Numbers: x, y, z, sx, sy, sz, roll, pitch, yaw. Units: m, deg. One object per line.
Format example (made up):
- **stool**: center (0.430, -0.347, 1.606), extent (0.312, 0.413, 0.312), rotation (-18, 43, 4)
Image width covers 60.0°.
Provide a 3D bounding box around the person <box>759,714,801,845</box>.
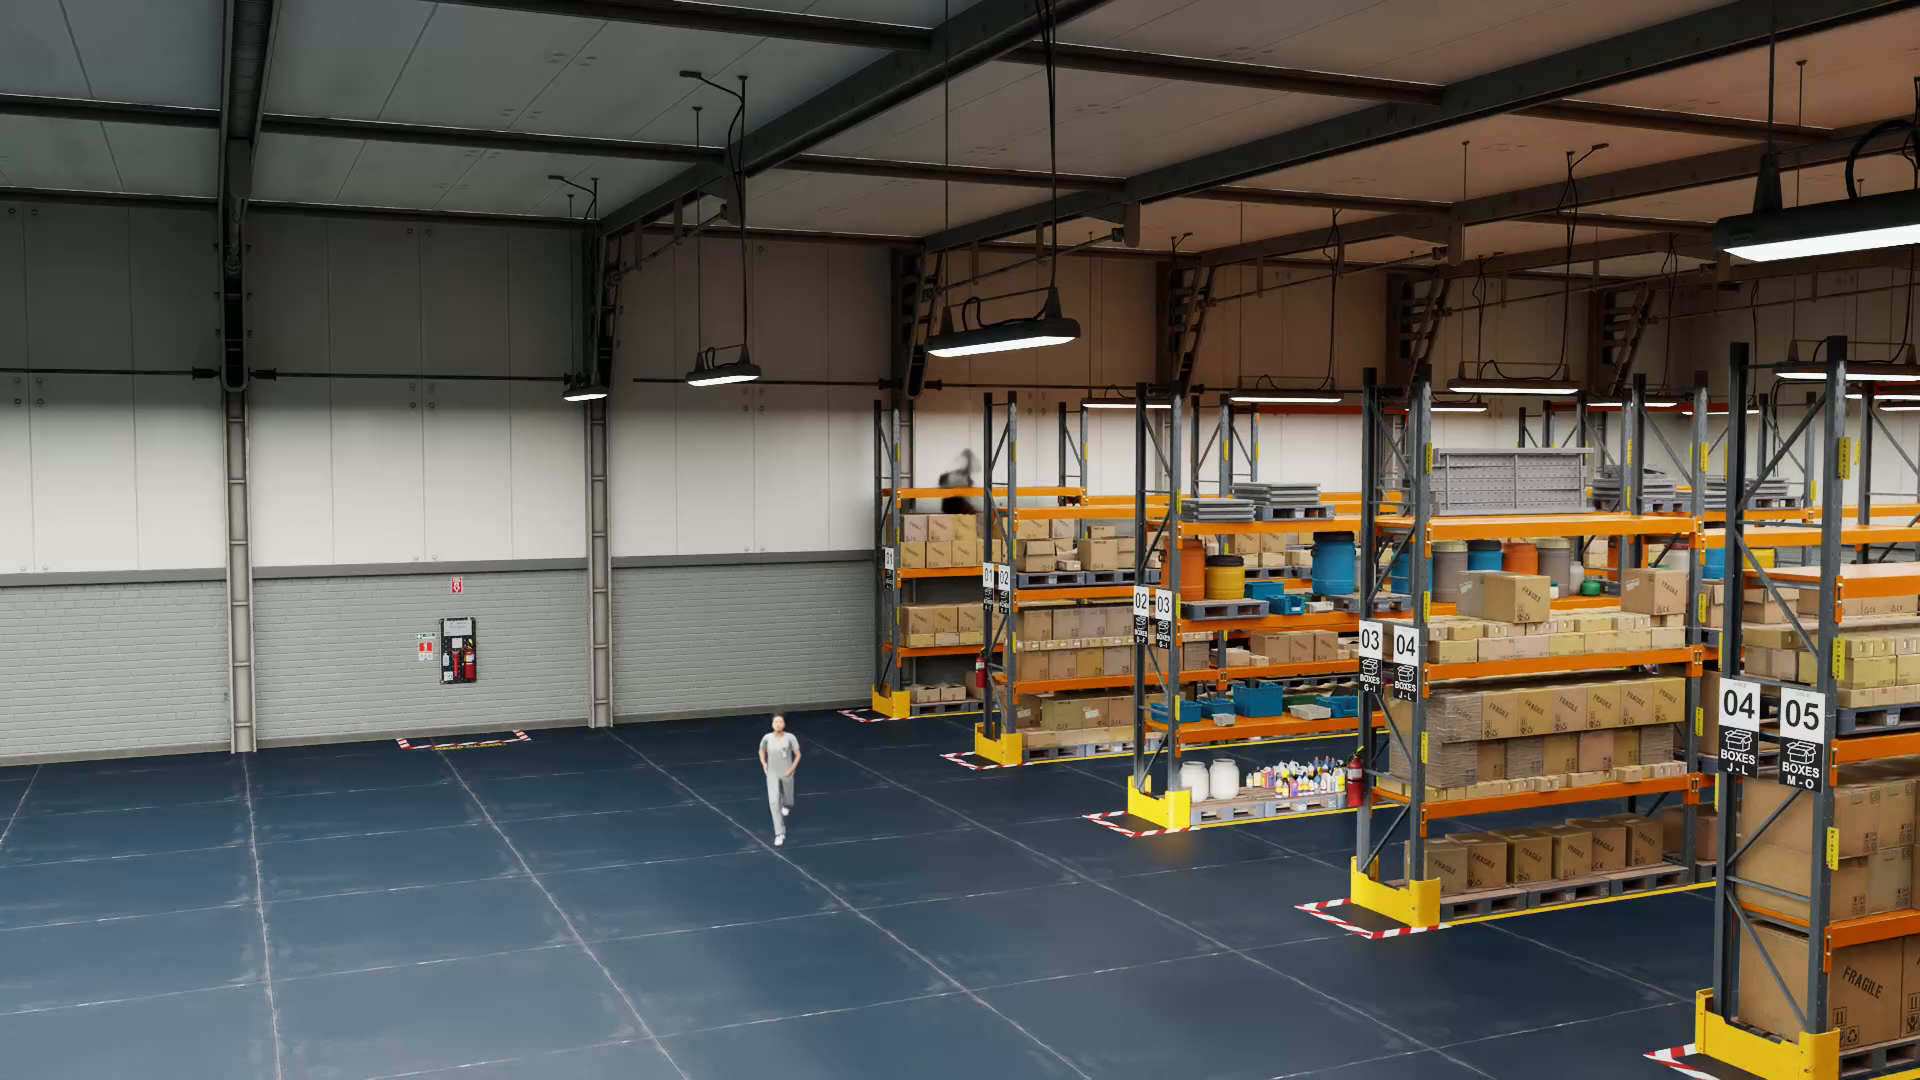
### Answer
- **person**: center (-2.366, 3.097, 21.837), extent (0.550, 1.652, 0.970), rotation (0, 3, -7)
